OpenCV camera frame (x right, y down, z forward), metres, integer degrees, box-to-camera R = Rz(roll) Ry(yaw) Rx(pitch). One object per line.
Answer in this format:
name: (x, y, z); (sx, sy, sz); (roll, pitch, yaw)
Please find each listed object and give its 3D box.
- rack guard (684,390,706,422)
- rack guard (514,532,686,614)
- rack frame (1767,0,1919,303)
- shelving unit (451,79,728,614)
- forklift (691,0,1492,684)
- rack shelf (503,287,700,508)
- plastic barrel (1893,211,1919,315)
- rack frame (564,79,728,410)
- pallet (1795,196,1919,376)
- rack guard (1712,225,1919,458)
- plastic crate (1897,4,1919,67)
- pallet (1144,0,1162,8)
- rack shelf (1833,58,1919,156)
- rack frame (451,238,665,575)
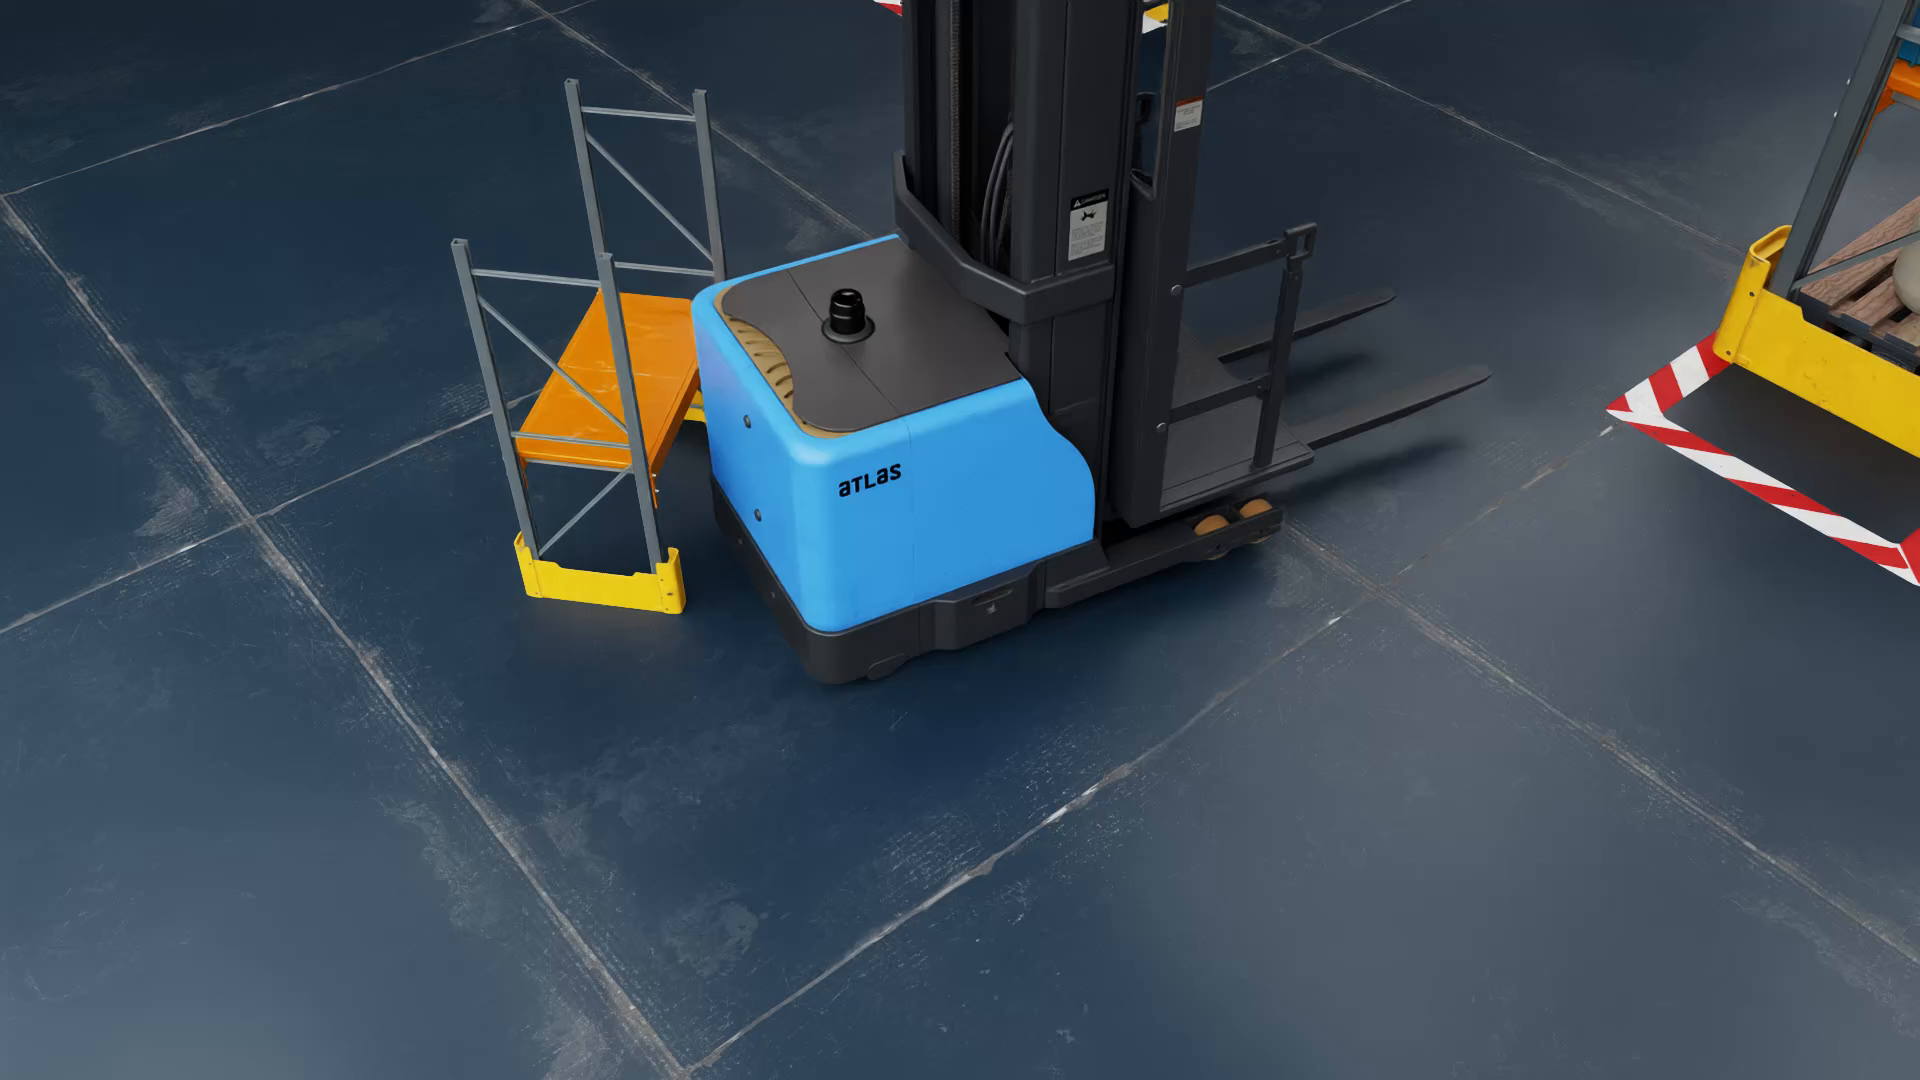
rack guard: (-1.117, -0.557, 6.660); (0.587, 0.250, 0.087); (7, 44, 7)
rack guard: (-1.283, 0.115, 5.944); (0.587, 0.250, 0.087); (7, 44, 7)
rack frame: (3.669, -1.617, 5.781); (0.127, 3.000, 1.000); (-30, 51, -28)
shelving unit: (-1.200, -0.676, 5.875); (0.587, 1.500, 1.083); (7, 44, 7)
forklift: (0.630, -1.297, 5.491); (3.031, 2.935, 1.130); (-20, 47, -20)
rack shelf: (-1.202, -0.539, 5.991); (0.538, 0.185, 1.000); (7, 44, 7)
plastic barrel: (4.125, -1.193, 6.839); (0.421, 0.512, 0.421); (0, 43, 0)
rack frame: (-1.117, -1.013, 6.233); (0.500, 1.500, 0.032); (7, 44, 7)
pallet: (4.324, -1.013, 7.174); (1.213, 0.211, 1.003); (-30, 51, -28)
rack guard: (3.697, -0.764, 6.698); (0.348, 0.500, 1.175); (-30, 51, -28)
plastic crate: (3.861, -1.940, 6.233); (0.616, 0.251, 0.499); (-30, 51, -28)
pallet: (1.054, -3.561, 9.888); (1.213, 0.211, 1.003); (-30, 51, -28)
rack shelf: (5.203, -2.233, 6.963); (4.000, 0.370, 1.077); (-30, 51, -28)
rack frame: (-1.286, -0.327, 5.503); (0.500, 1.500, 0.032); (7, 44, 7)
